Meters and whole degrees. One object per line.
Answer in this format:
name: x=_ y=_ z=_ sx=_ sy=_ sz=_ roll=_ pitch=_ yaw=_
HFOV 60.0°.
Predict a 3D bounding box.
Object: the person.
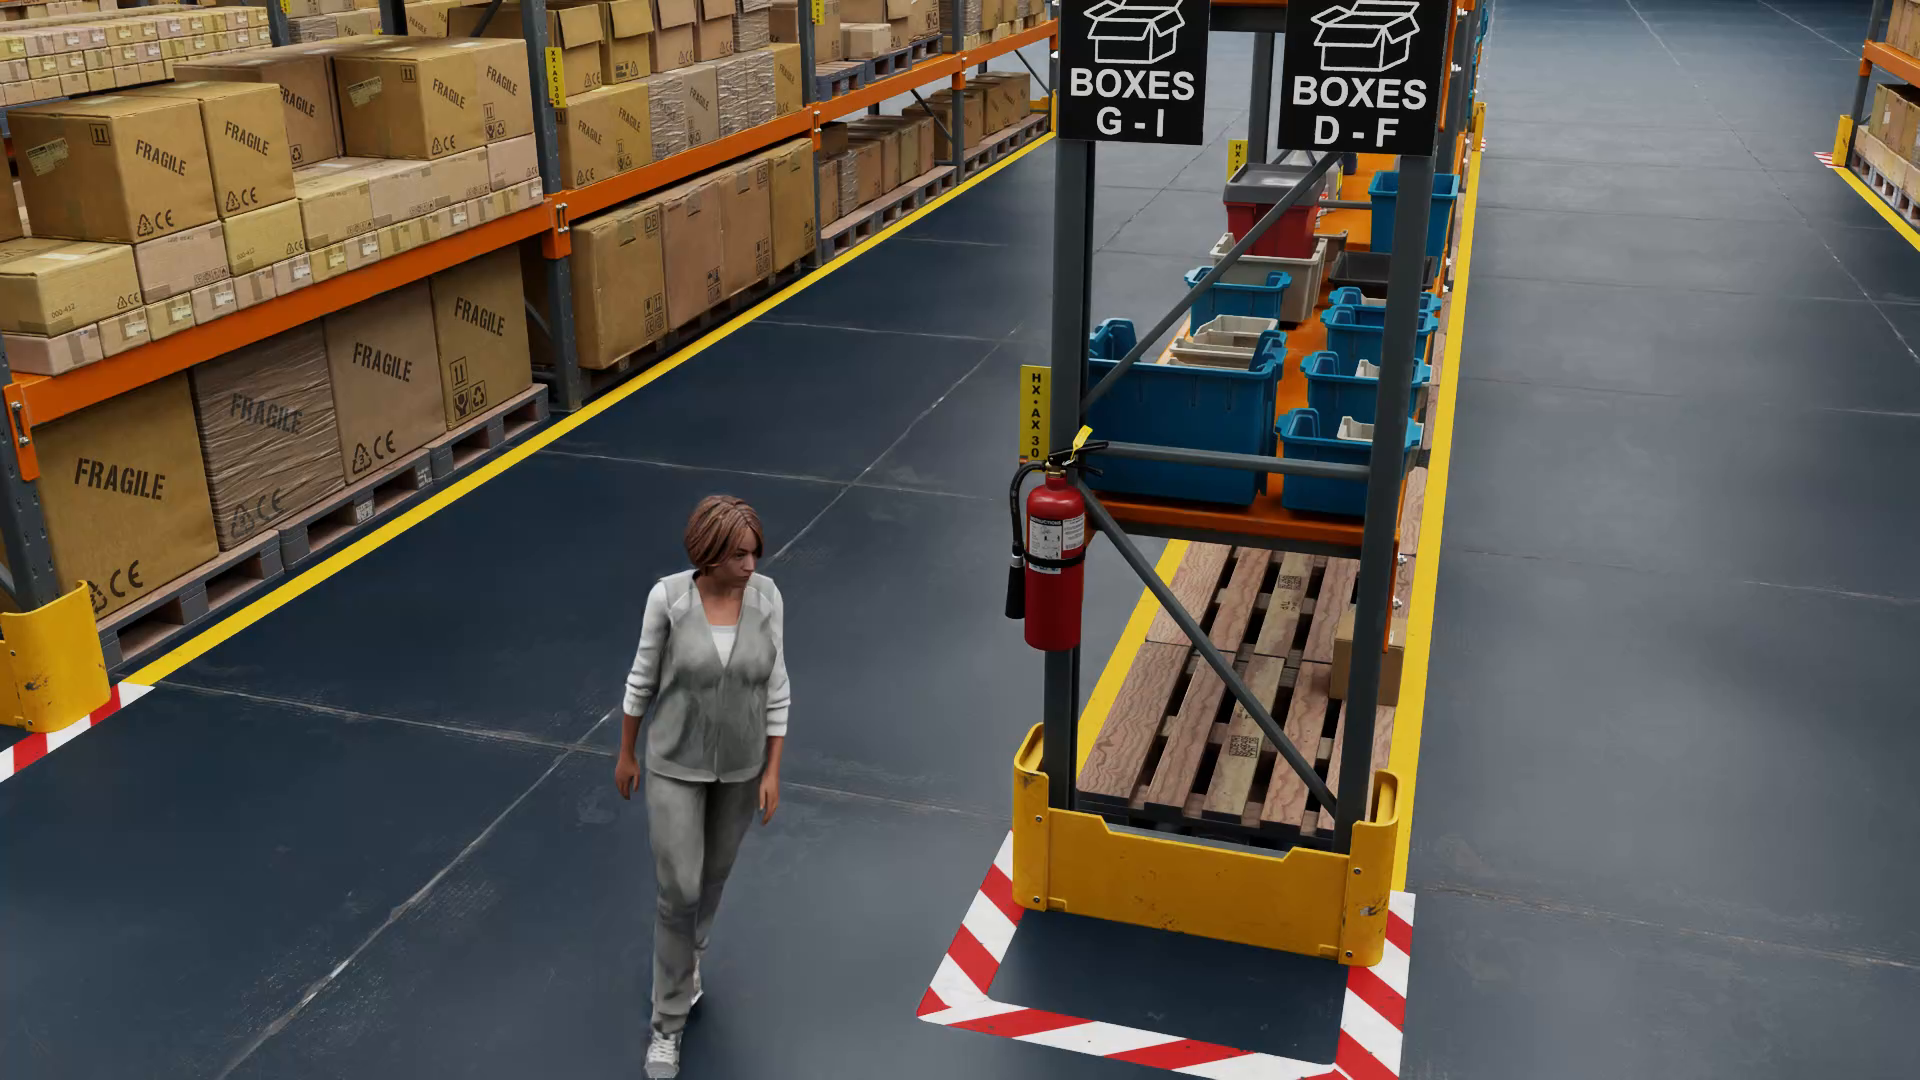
person: x=-0.708 y=0.656 z=4.556 sx=0.509 sy=1.630 sz=0.538 roll=-8 pitch=24 yaw=-20
